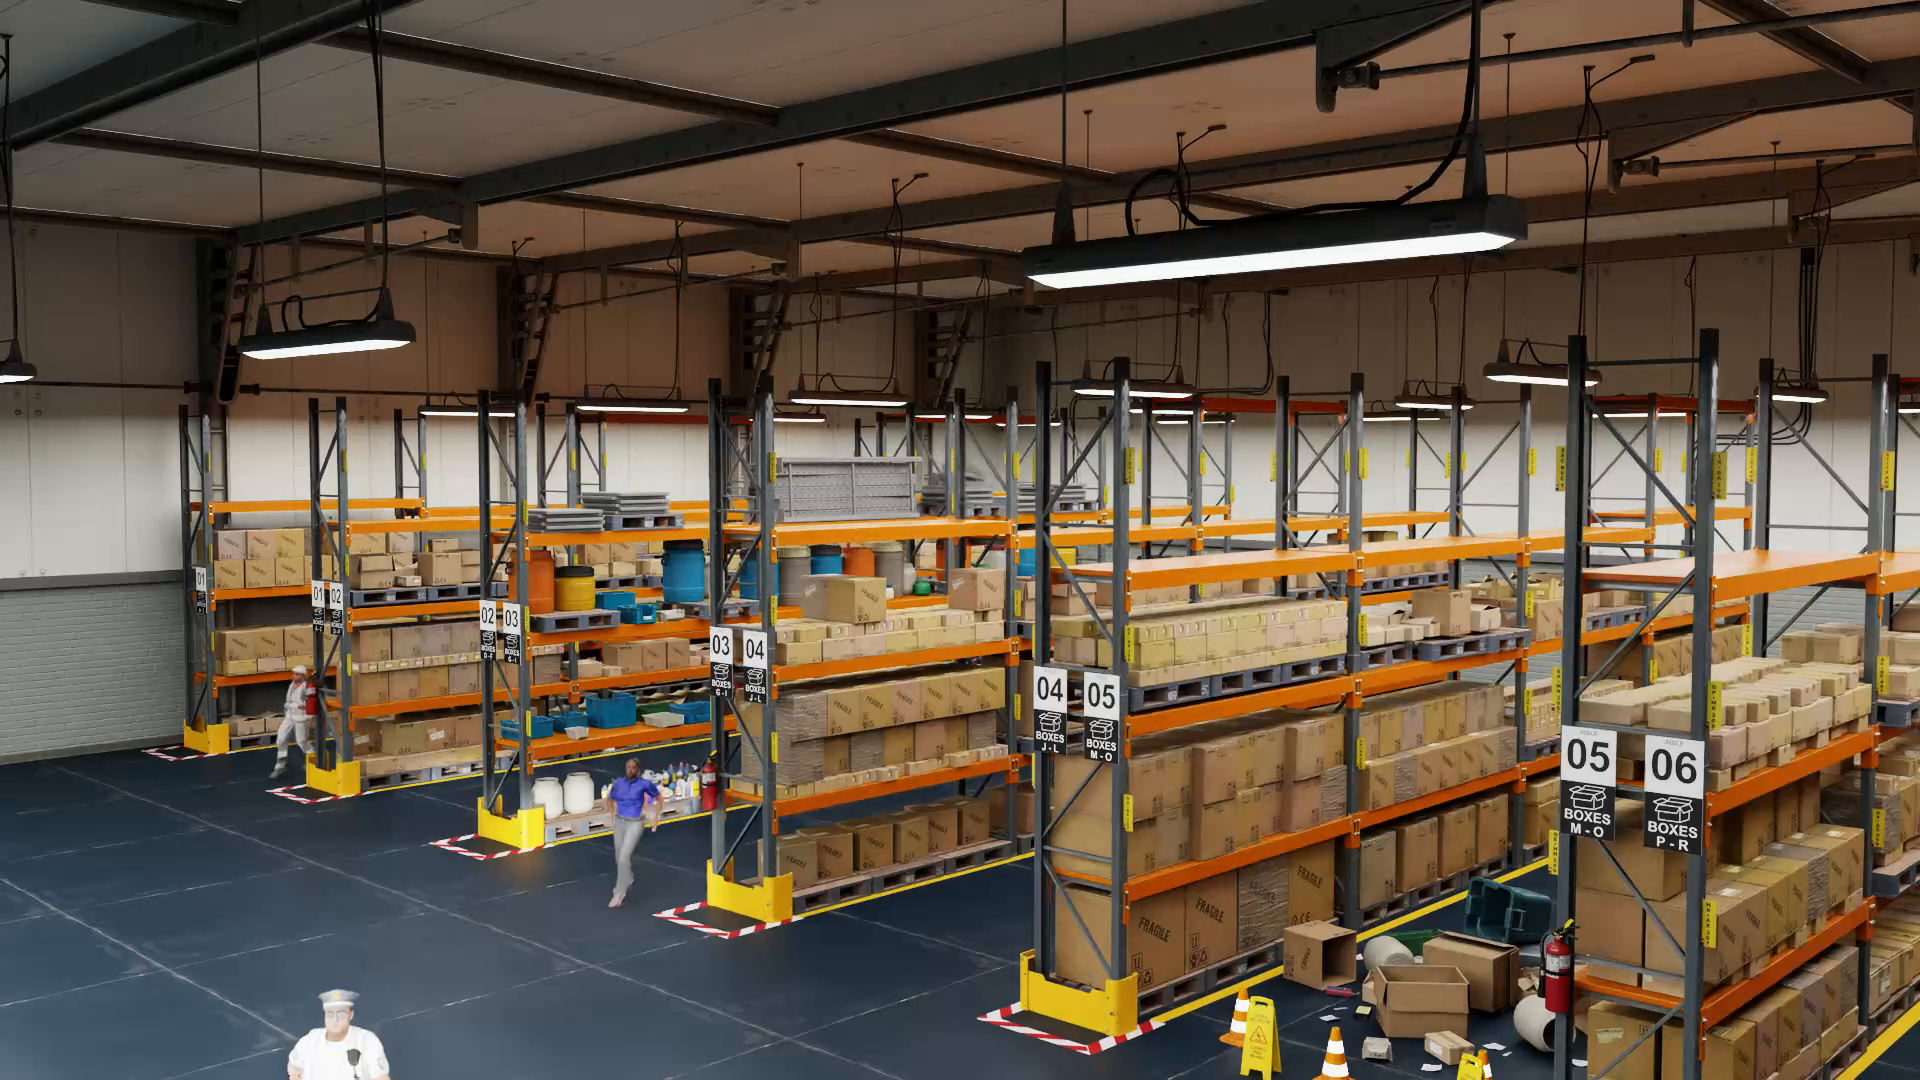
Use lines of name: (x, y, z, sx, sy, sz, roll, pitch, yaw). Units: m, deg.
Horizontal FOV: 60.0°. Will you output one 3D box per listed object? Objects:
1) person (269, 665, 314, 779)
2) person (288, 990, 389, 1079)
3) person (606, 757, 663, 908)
person: (-10.518, 2.893, 26.563, 0.677, 1.819, 0.829, 1, 3, 26)
person: (-3.917, 3.736, 10.464, 0.637, 1.844, 0.725, -1, 3, -15)
person: (-3.787, 3.337, 19.135, 0.642, 1.701, 0.720, 1, 3, 17)
